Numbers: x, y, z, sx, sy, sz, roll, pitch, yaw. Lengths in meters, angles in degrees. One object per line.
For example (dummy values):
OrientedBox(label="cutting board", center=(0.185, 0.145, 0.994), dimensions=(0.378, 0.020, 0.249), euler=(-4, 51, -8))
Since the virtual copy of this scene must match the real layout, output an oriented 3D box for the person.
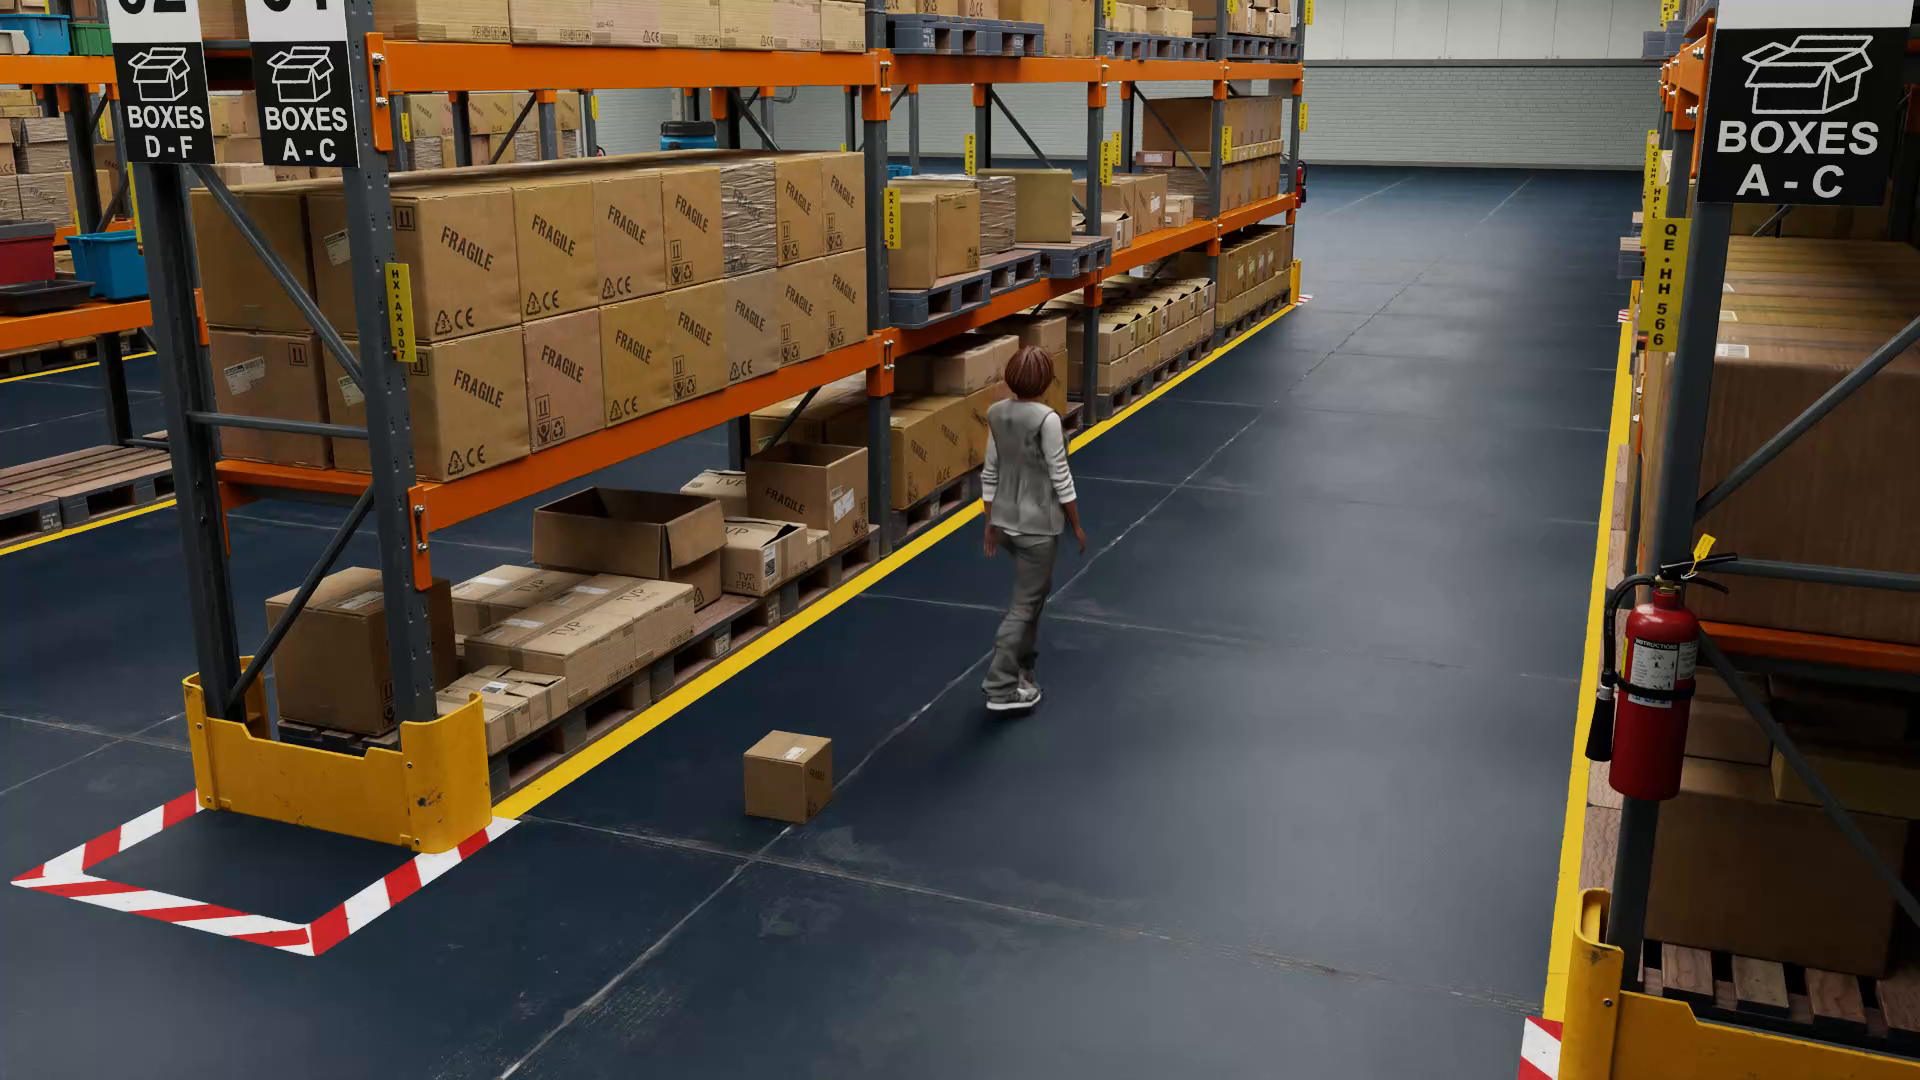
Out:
OrientedBox(label="person", center=(0.294, -0.022, 7.125), dimensions=(0.482, 1.636, 0.405), euler=(-13, 20, -38))
